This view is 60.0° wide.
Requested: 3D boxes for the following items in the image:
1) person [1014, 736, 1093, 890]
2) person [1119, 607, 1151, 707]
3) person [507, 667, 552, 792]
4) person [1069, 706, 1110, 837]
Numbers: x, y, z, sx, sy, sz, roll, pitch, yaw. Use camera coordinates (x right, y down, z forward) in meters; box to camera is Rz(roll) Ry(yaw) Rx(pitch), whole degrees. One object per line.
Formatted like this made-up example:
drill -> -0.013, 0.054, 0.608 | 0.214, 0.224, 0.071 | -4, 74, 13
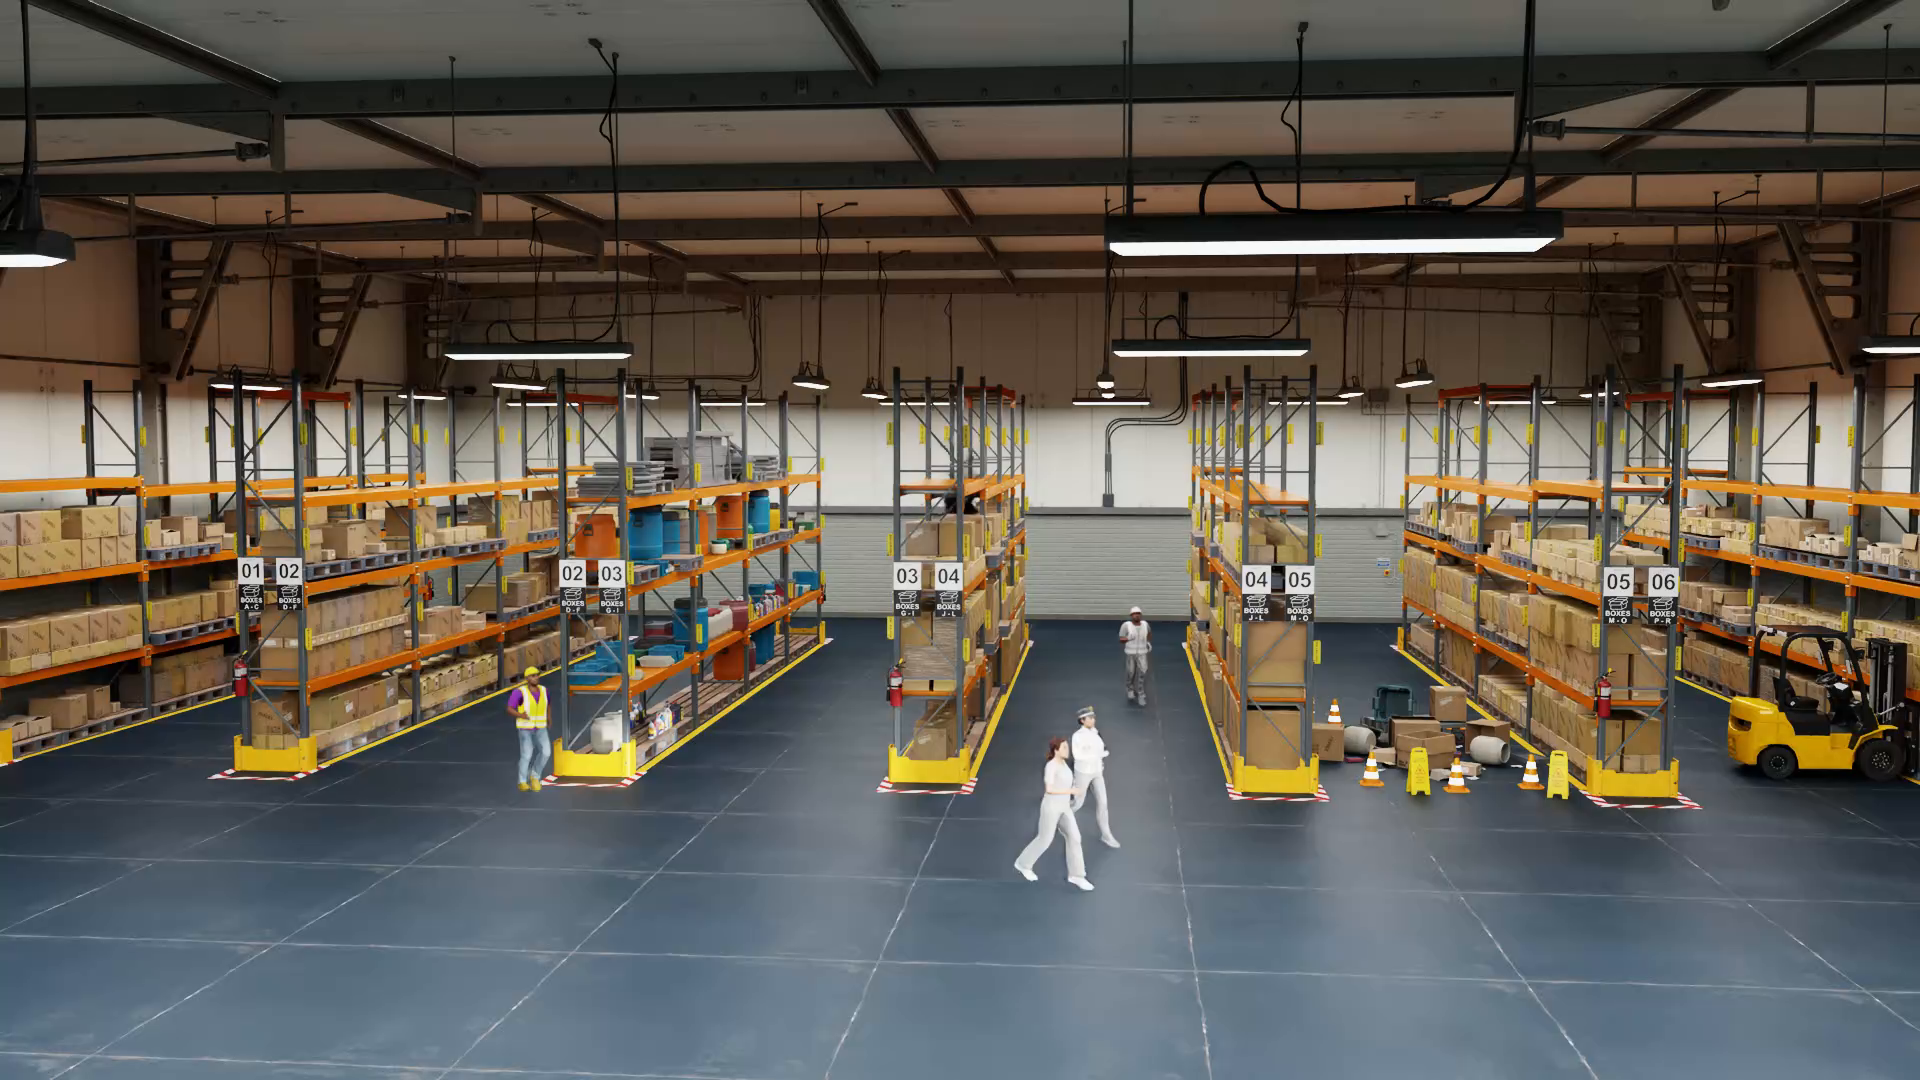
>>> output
person -> 1.037, 3.008, 18.455 | 0.927, 1.682, 0.529 | 2, 4, 32
person -> 3.298, 2.164, 31.152 | 0.657, 1.835, 0.763 | 0, 4, -3
person -> -6.012, 2.669, 23.441 | 0.711, 1.762, 0.586 | -2, 4, -35
person -> 1.535, 2.822, 20.400 | 0.777, 1.606, 0.606 | 3, 5, 44
